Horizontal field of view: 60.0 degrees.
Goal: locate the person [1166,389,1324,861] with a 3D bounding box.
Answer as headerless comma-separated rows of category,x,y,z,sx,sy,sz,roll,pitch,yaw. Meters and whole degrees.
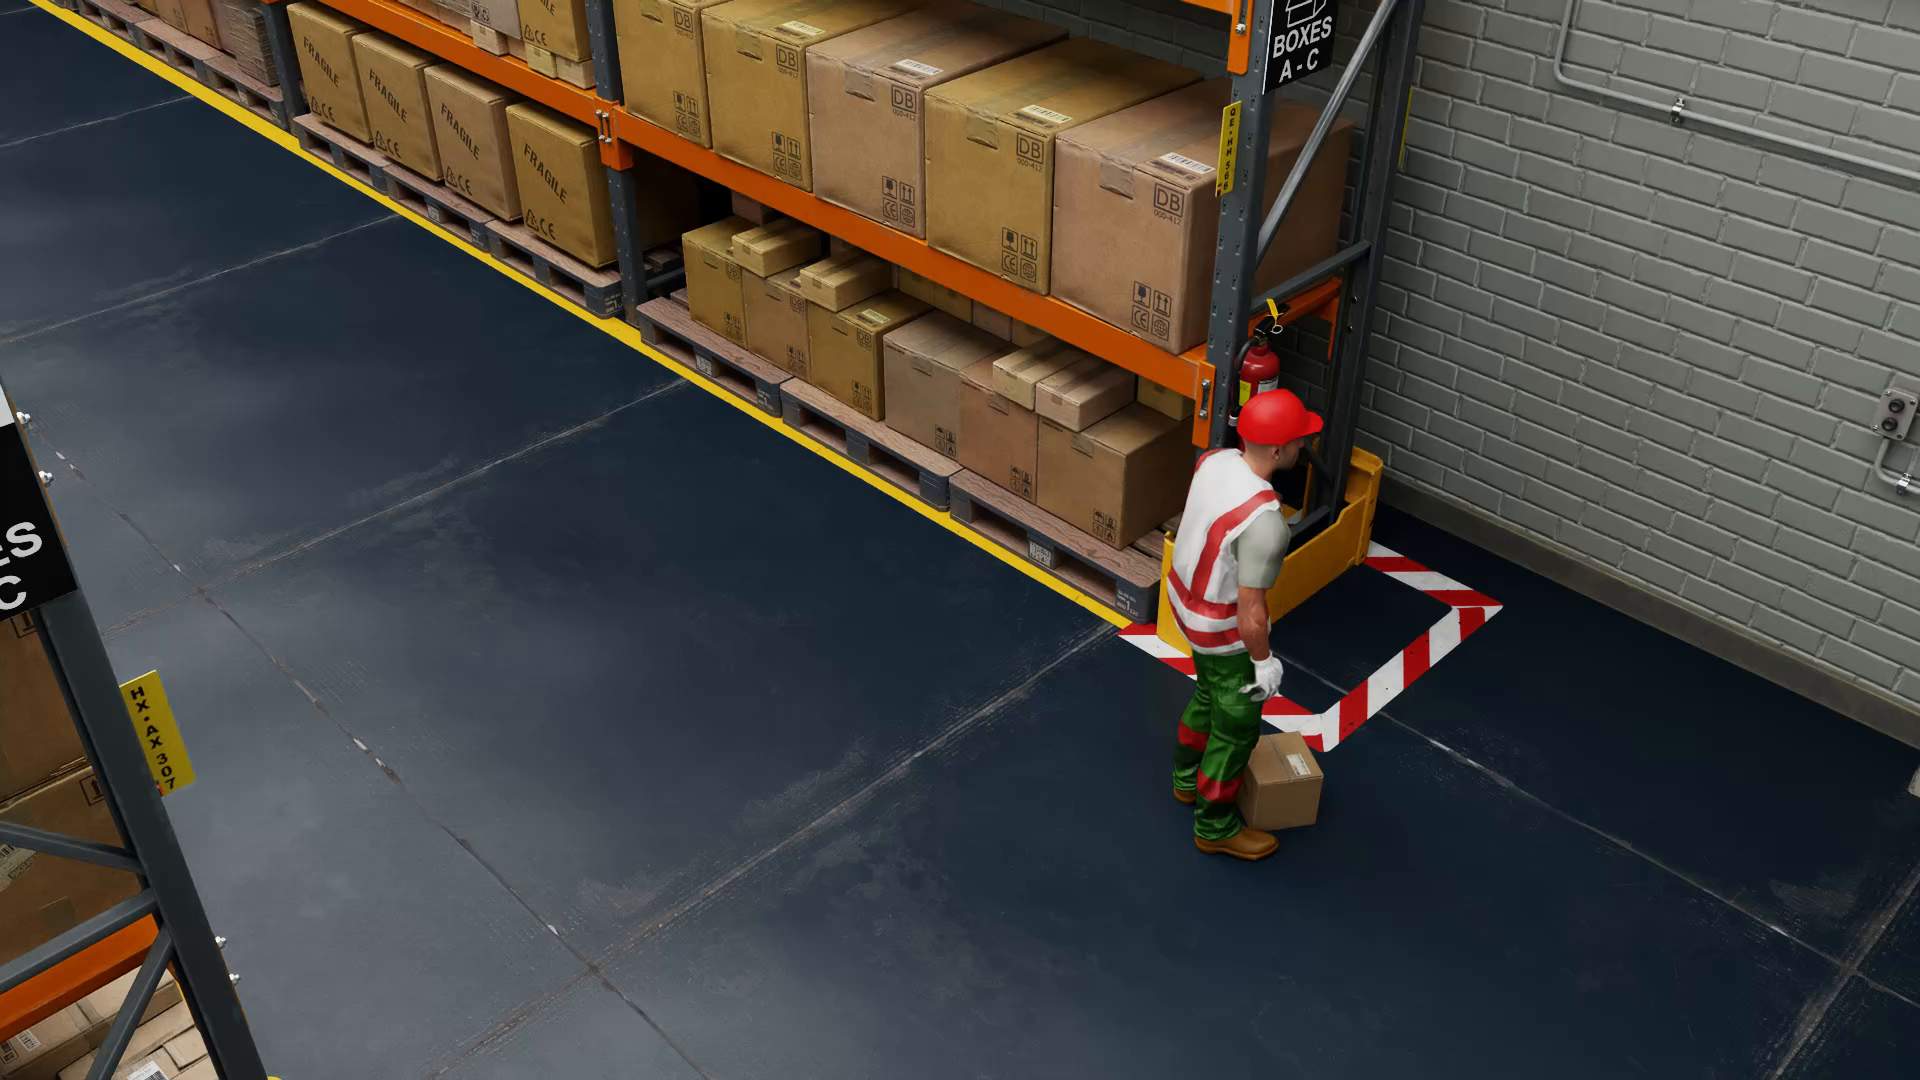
person,0.948,0.282,5.732,0.451,1.779,0.618,-6,36,-9
